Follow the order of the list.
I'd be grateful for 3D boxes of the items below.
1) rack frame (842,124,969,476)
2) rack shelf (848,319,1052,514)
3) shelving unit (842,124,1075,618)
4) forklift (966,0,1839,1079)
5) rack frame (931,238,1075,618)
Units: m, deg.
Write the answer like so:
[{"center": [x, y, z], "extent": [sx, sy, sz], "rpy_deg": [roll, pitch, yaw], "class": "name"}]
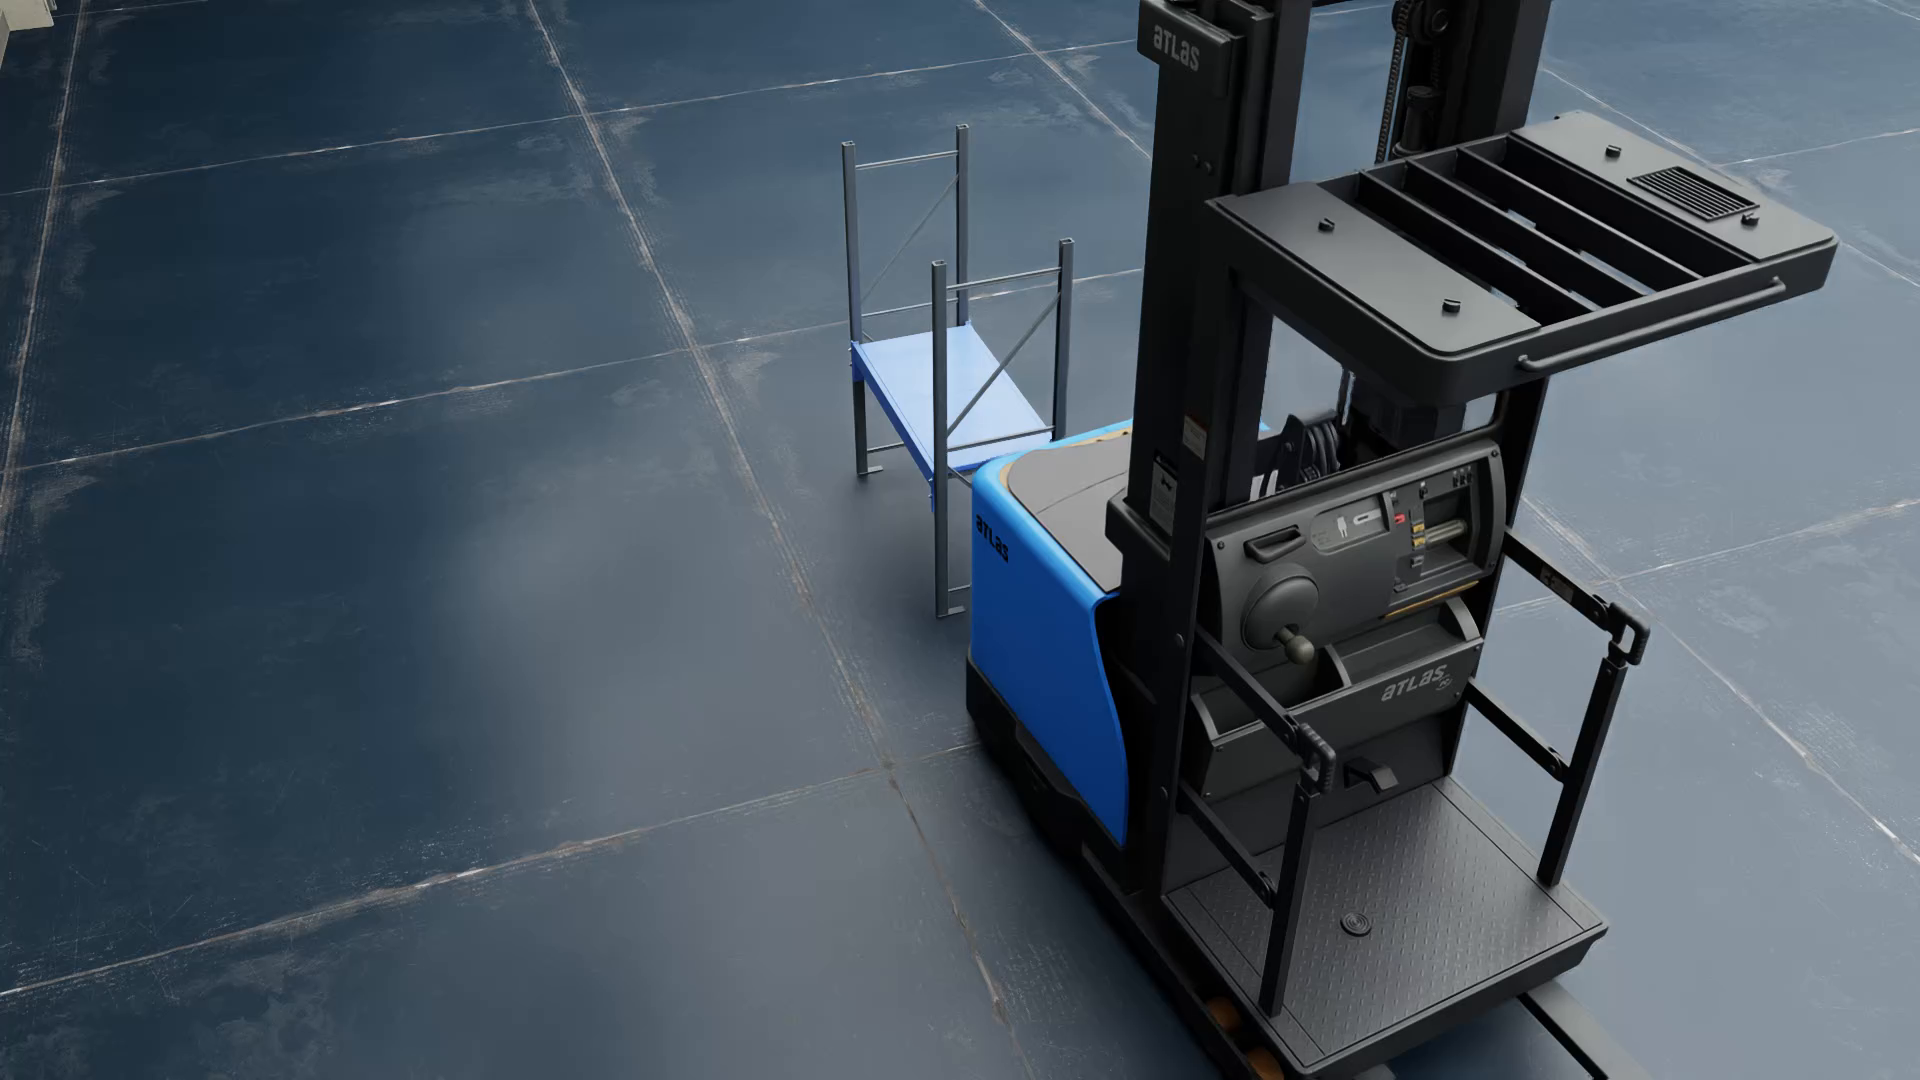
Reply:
[{"center": [-0.204, -0.934, 6.744], "extent": [0.500, 1.500, 0.032], "rpy_deg": [-12, 39, -16], "class": "rack frame"}, {"center": [-0.029, -0.504, 6.471], "extent": [0.538, 0.185, 1.000], "rpy_deg": [-12, 39, -16], "class": "rack shelf"}, {"center": [-0.029, -0.647, 6.363], "extent": [0.538, 1.500, 1.048], "rpy_deg": [-12, 39, -16], "class": "shelving unit"}, {"center": [1.148, 0.101, 4.180], "extent": [1.130, 2.935, 3.031], "rpy_deg": [-17, 40, -22], "class": "forklift"}, {"center": [0.146, -0.360, 5.981], "extent": [0.500, 1.500, 0.032], "rpy_deg": [-12, 39, -16], "class": "rack frame"}]
